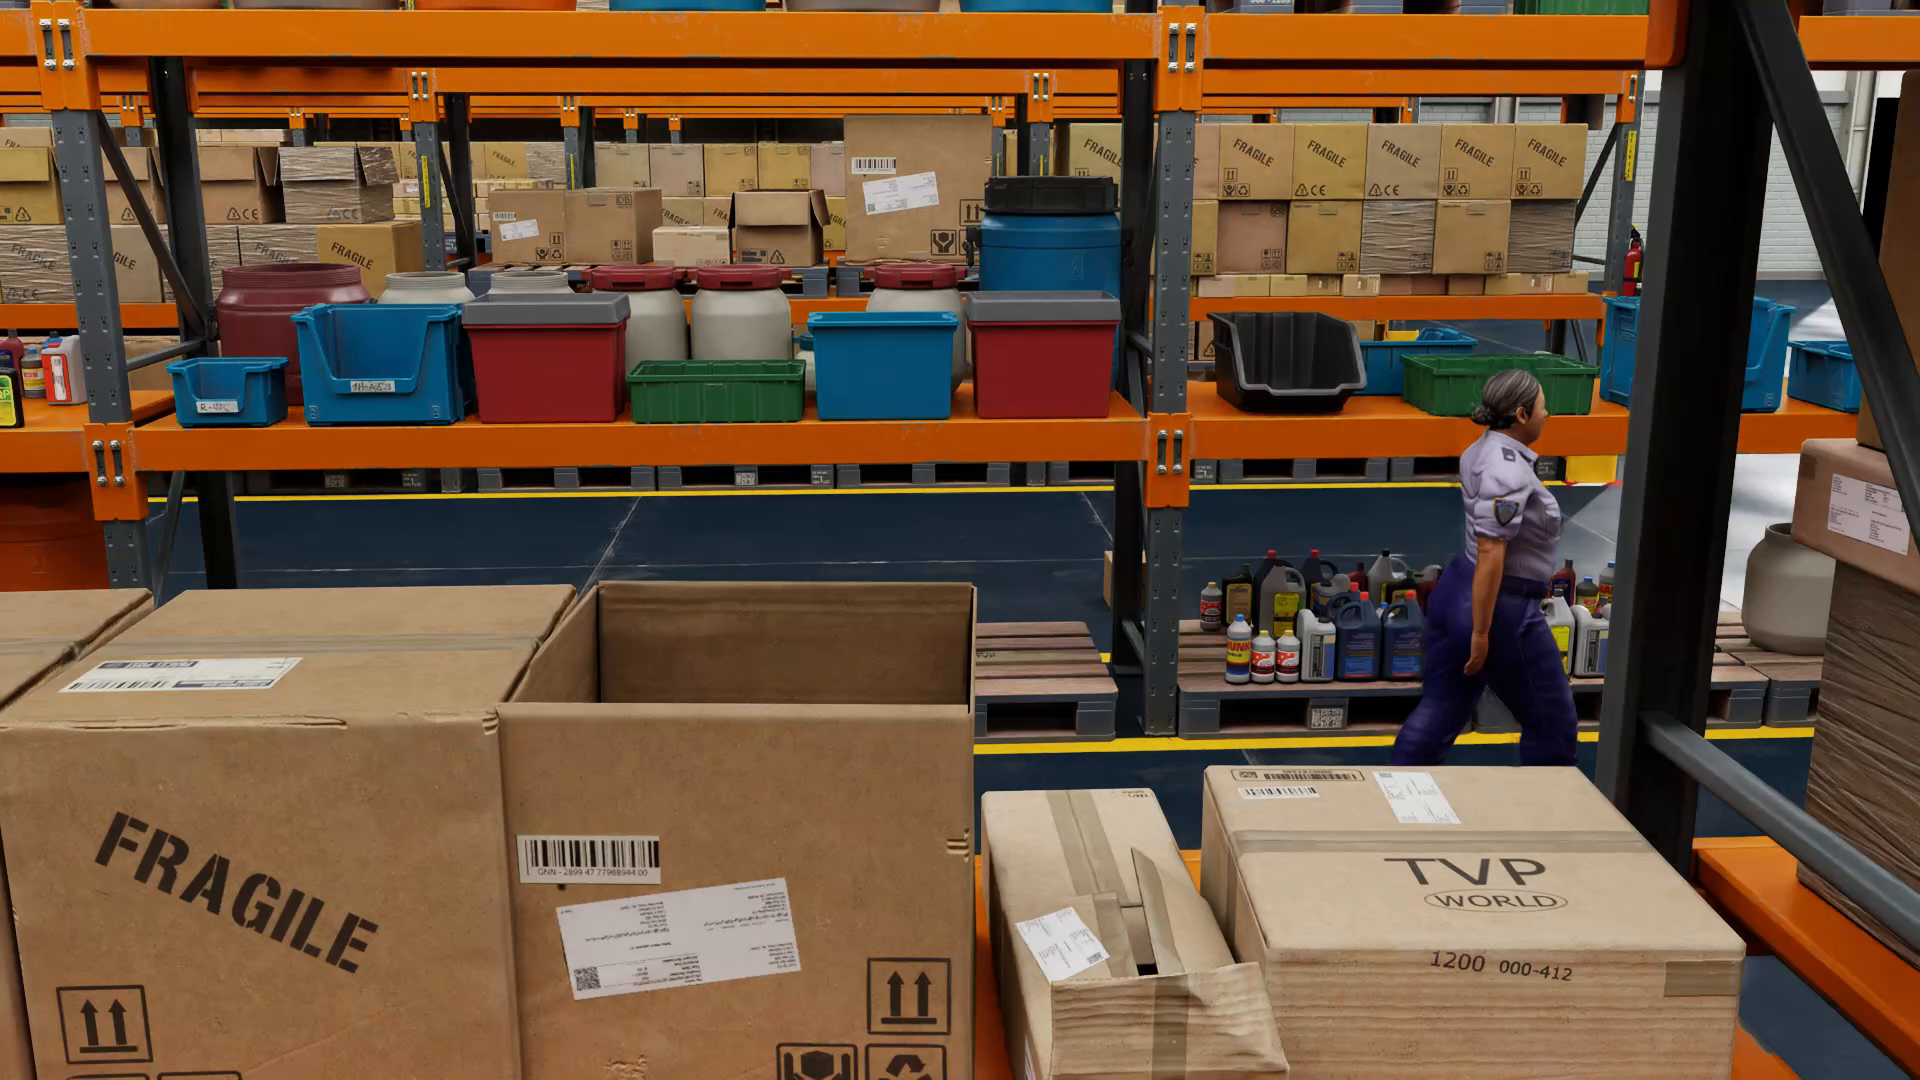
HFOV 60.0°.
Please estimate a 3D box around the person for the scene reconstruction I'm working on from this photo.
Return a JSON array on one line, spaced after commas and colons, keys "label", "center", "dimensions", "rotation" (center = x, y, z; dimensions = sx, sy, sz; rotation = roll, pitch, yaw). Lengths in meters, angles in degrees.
[{"label": "person", "center": [1.799, 0.257, 5.474], "dimensions": [0.822, 1.653, 0.516], "rotation": [0, 14, -1]}]
